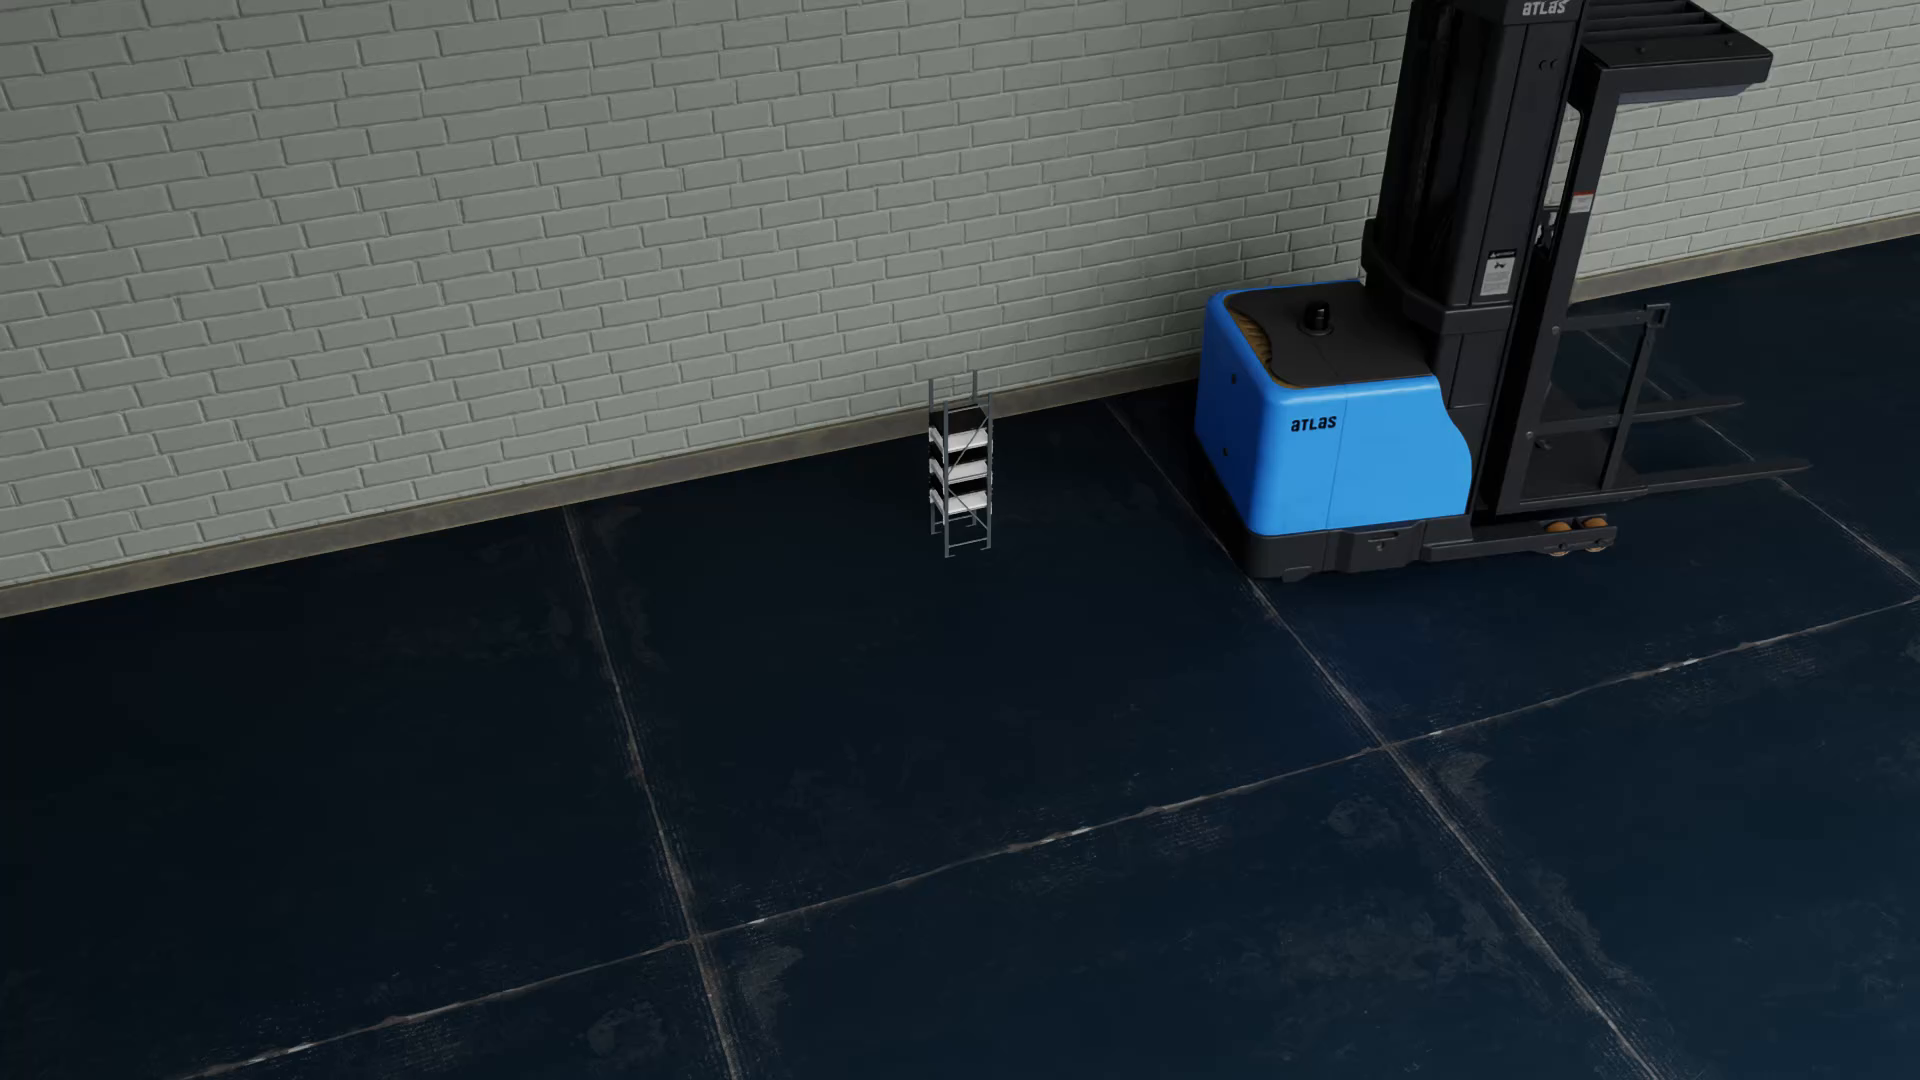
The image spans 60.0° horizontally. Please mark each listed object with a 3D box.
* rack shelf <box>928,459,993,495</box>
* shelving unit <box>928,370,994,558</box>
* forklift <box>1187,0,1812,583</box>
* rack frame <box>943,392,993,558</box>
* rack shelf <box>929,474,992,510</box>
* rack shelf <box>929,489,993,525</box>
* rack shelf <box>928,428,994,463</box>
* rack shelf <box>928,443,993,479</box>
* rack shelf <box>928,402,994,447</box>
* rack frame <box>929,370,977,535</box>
[{"bbox_3d":[0.003,-0.328,7.993,0.258,0.077,0.200,-12,39,-16],"label":"rack shelf"},{"bbox_3d":[0.003,-0.355,7.973,0.258,0.900,0.210,-12,39,-16],"label":"shelving unit"},{"bbox_3d":[2.747,-1.397,7.669,3.031,2.935,1.130,-6,37,-8],"label":"forklift"},{"bbox_3d":[0.038,-0.297,7.897,0.240,0.900,0.006,-12,39,-16],"label":"rack frame"},{"bbox_3d":[0.003,-0.256,8.047,0.258,0.077,0.200,-12,39,-16],"label":"rack shelf"},{"bbox_3d":[0.003,-0.184,8.102,0.258,0.077,0.200,-12,39,-16],"label":"rack shelf"},{"bbox_3d":[0.003,-0.472,7.885,0.258,0.077,0.200,-12,39,-16],"label":"rack shelf"},{"bbox_3d":[0.003,-0.400,7.939,0.258,0.077,0.200,-12,39,-16],"label":"rack shelf"},{"bbox_3d":[0.003,-0.544,7.831,0.258,0.077,0.200,-12,39,-16],"label":"rack shelf"},{"bbox_3d":[-0.032,-0.412,8.049,0.240,0.900,0.006,-12,39,-16],"label":"rack frame"}]
